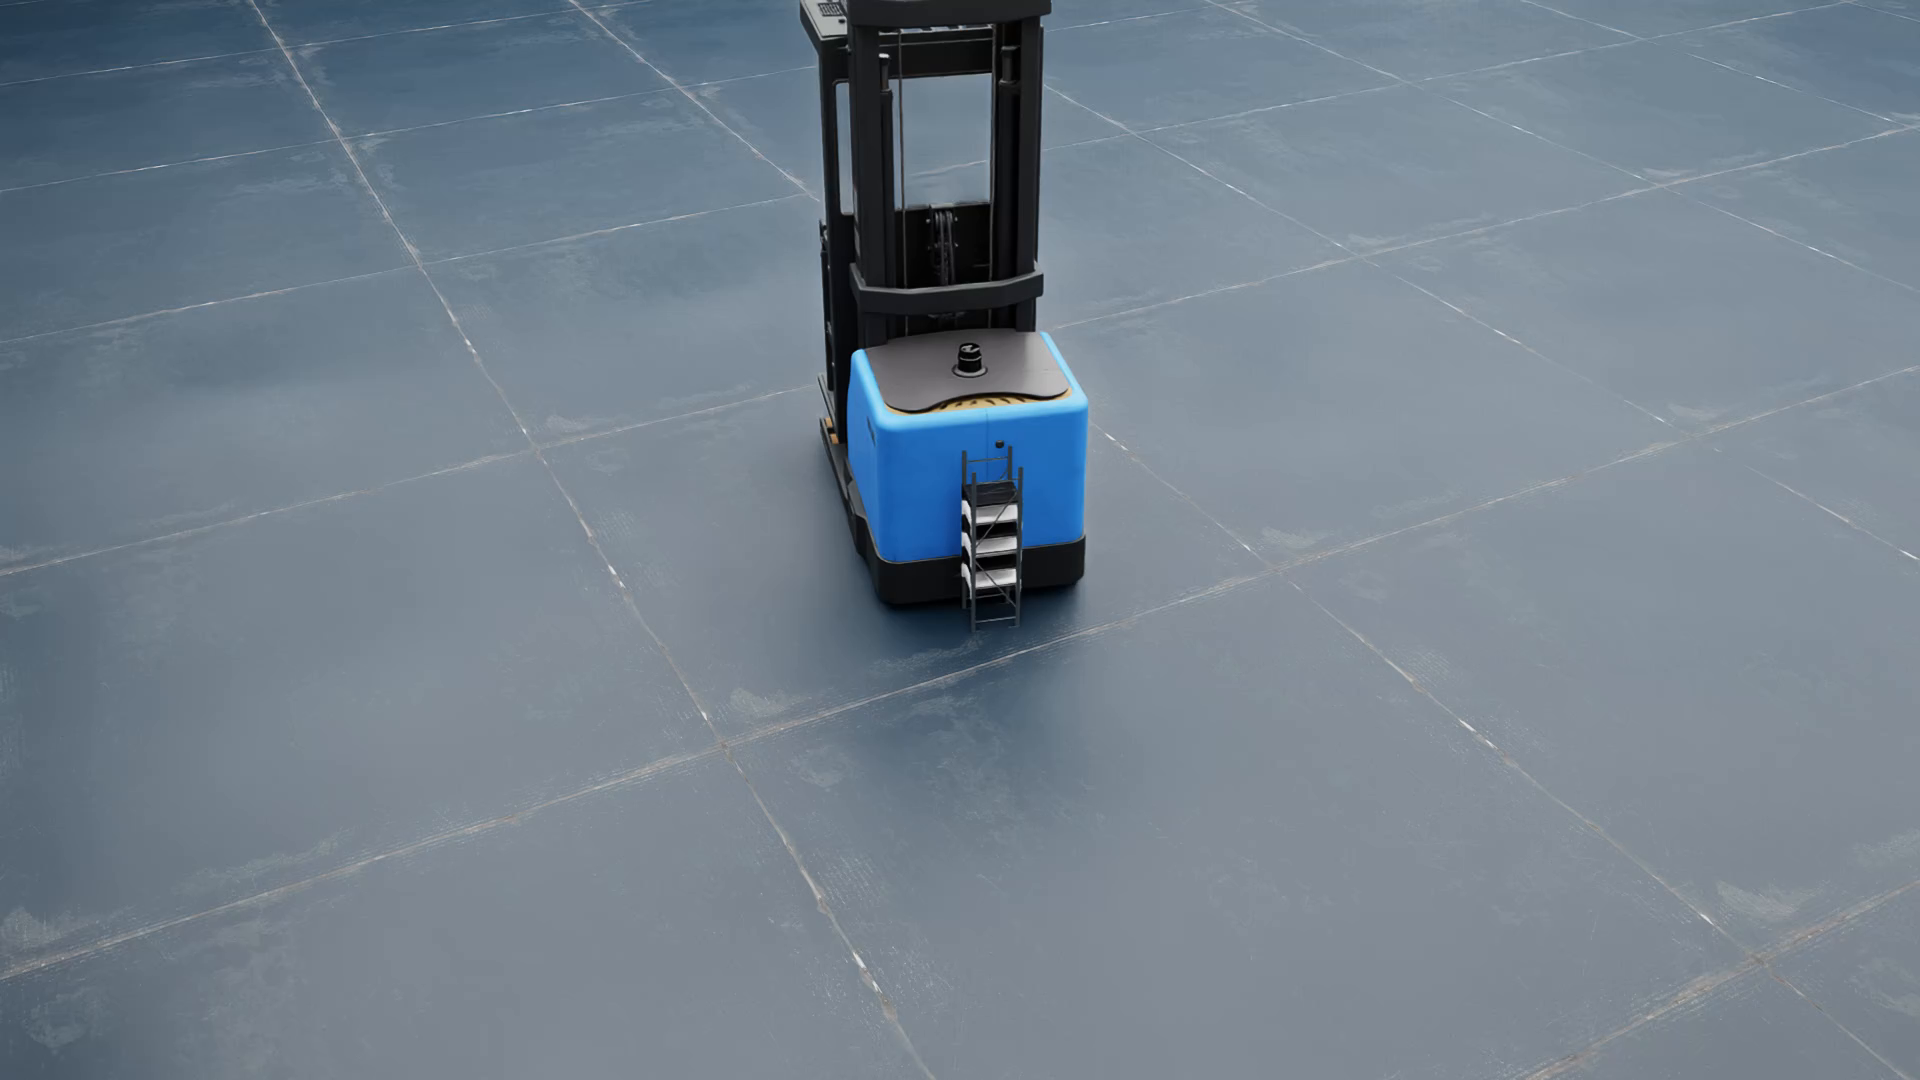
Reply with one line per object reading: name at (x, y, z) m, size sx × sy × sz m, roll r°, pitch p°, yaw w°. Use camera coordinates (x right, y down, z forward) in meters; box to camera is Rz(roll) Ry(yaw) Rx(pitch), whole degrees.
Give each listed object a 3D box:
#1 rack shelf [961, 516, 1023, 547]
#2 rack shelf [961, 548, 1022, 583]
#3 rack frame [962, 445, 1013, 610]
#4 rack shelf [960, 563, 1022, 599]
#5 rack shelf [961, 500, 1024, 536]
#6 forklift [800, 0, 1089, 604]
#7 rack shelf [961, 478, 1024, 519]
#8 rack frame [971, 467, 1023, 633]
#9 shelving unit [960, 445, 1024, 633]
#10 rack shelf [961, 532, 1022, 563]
rack shelf at (0.150, -0.043, 7.878) m, size 0.258 × 0.077 × 0.200 m, roll -7°, pitch 33°, yaw -10°
rack shelf at (0.150, 0.108, 7.976) m, size 0.258 × 0.077 × 0.200 m, roll -7°, pitch 33°, yaw -10°
rack frame at (0.128, -0.049, 7.993) m, size 0.240 × 0.900 × 0.006 m, roll -7°, pitch 33°, yaw -10°
rack shelf at (0.150, 0.184, 8.024) m, size 0.258 × 0.077 × 0.200 m, roll -7°, pitch 33°, yaw -10°
rack shelf at (0.150, -0.119, 7.830) m, size 0.258 × 0.077 × 0.200 m, roll -7°, pitch 33°, yaw -10°
forklift at (-0.190, -1.707, 8.698) m, size 1.130 × 2.935 × 3.031 m, roll -7°, pitch 33°, yaw -10°
rack shelf at (0.150, -0.195, 7.781) m, size 0.258 × 0.077 × 0.200 m, roll -7°, pitch 33°, yaw -10°
rack frame at (0.171, 0.058, 7.825) m, size 0.240 × 0.900 × 0.006 m, roll -7°, pitch 33°, yaw -10°
shelving unit at (0.150, 0.004, 7.909) m, size 0.258 × 0.900 × 0.210 m, roll -7°, pitch 33°, yaw -10°
rack shelf at (0.150, 0.032, 7.927) m, size 0.258 × 0.077 × 0.200 m, roll -7°, pitch 33°, yaw -10°
